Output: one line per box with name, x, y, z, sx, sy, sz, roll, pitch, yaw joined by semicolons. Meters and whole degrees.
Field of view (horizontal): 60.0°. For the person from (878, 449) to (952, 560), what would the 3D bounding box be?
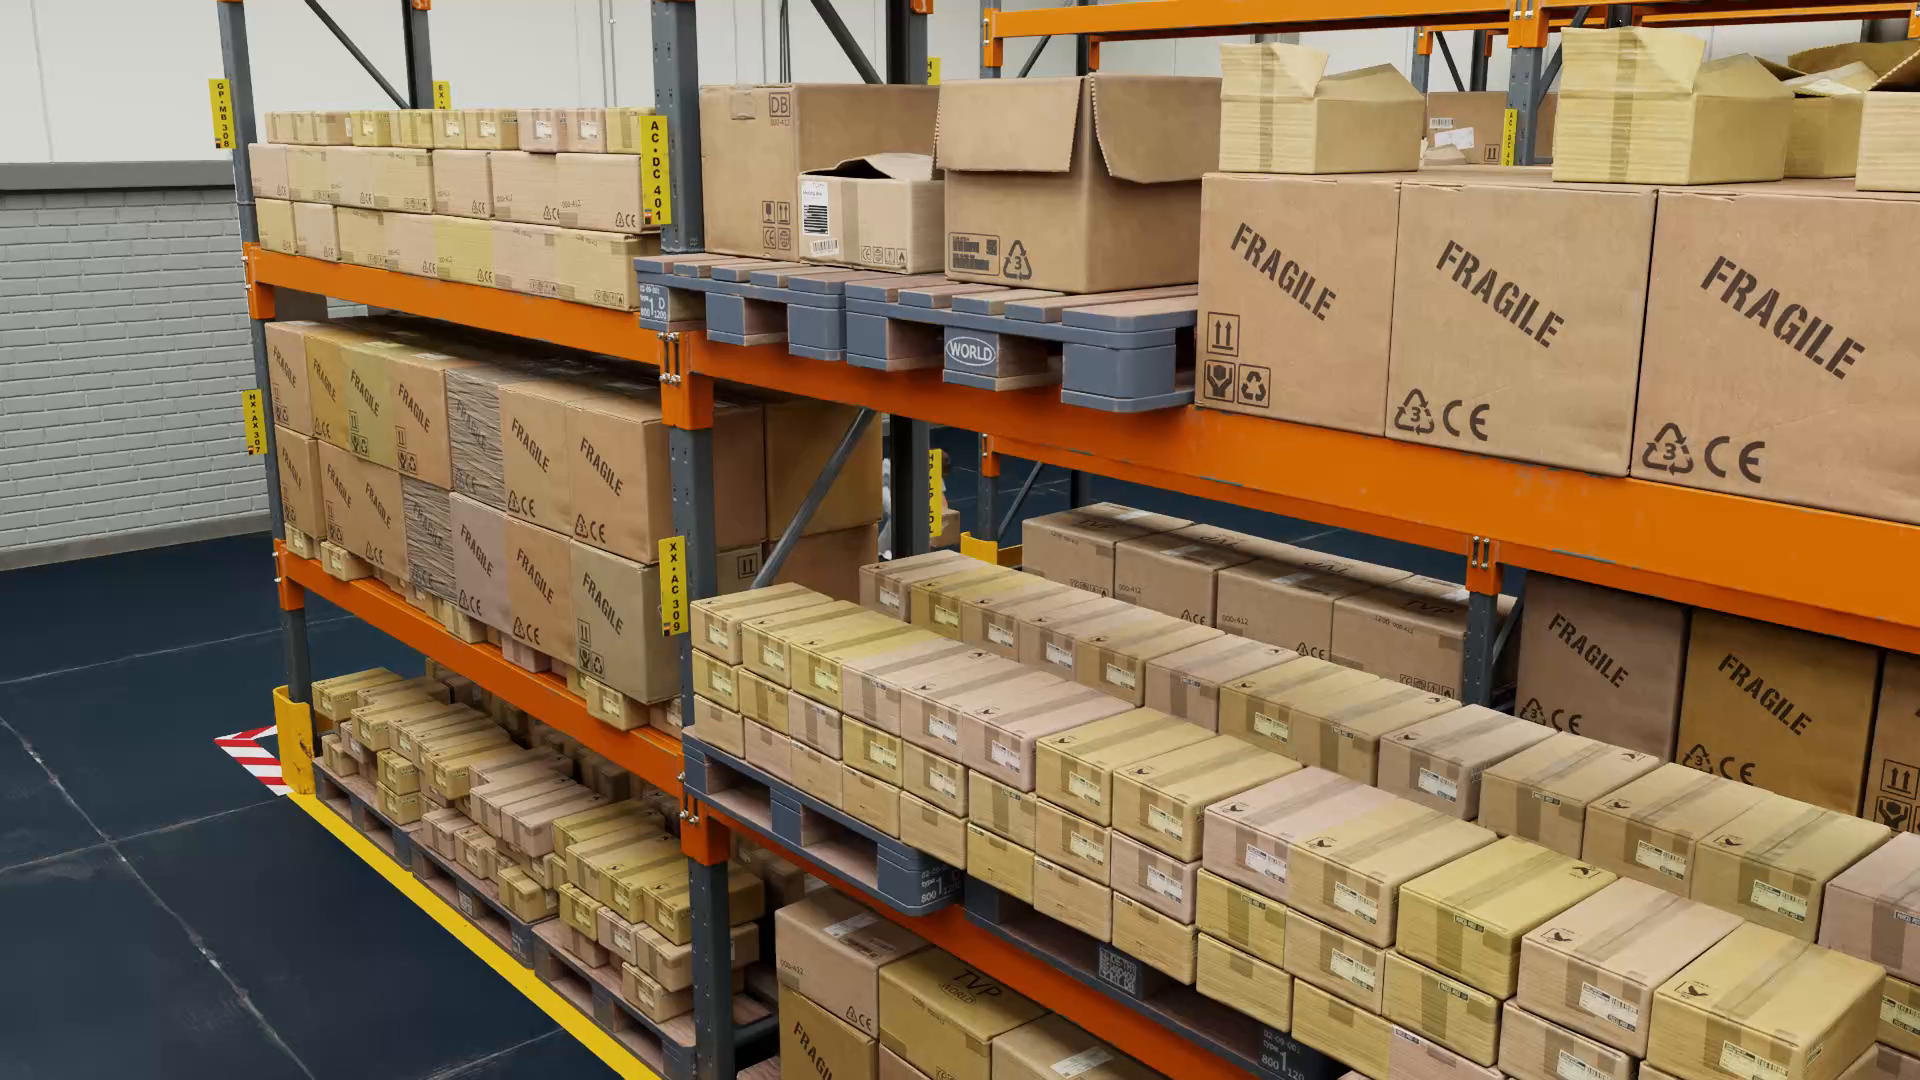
person;-0.386;-0.302;13.215;0.469;0.938;0.843;-13;19;-41
